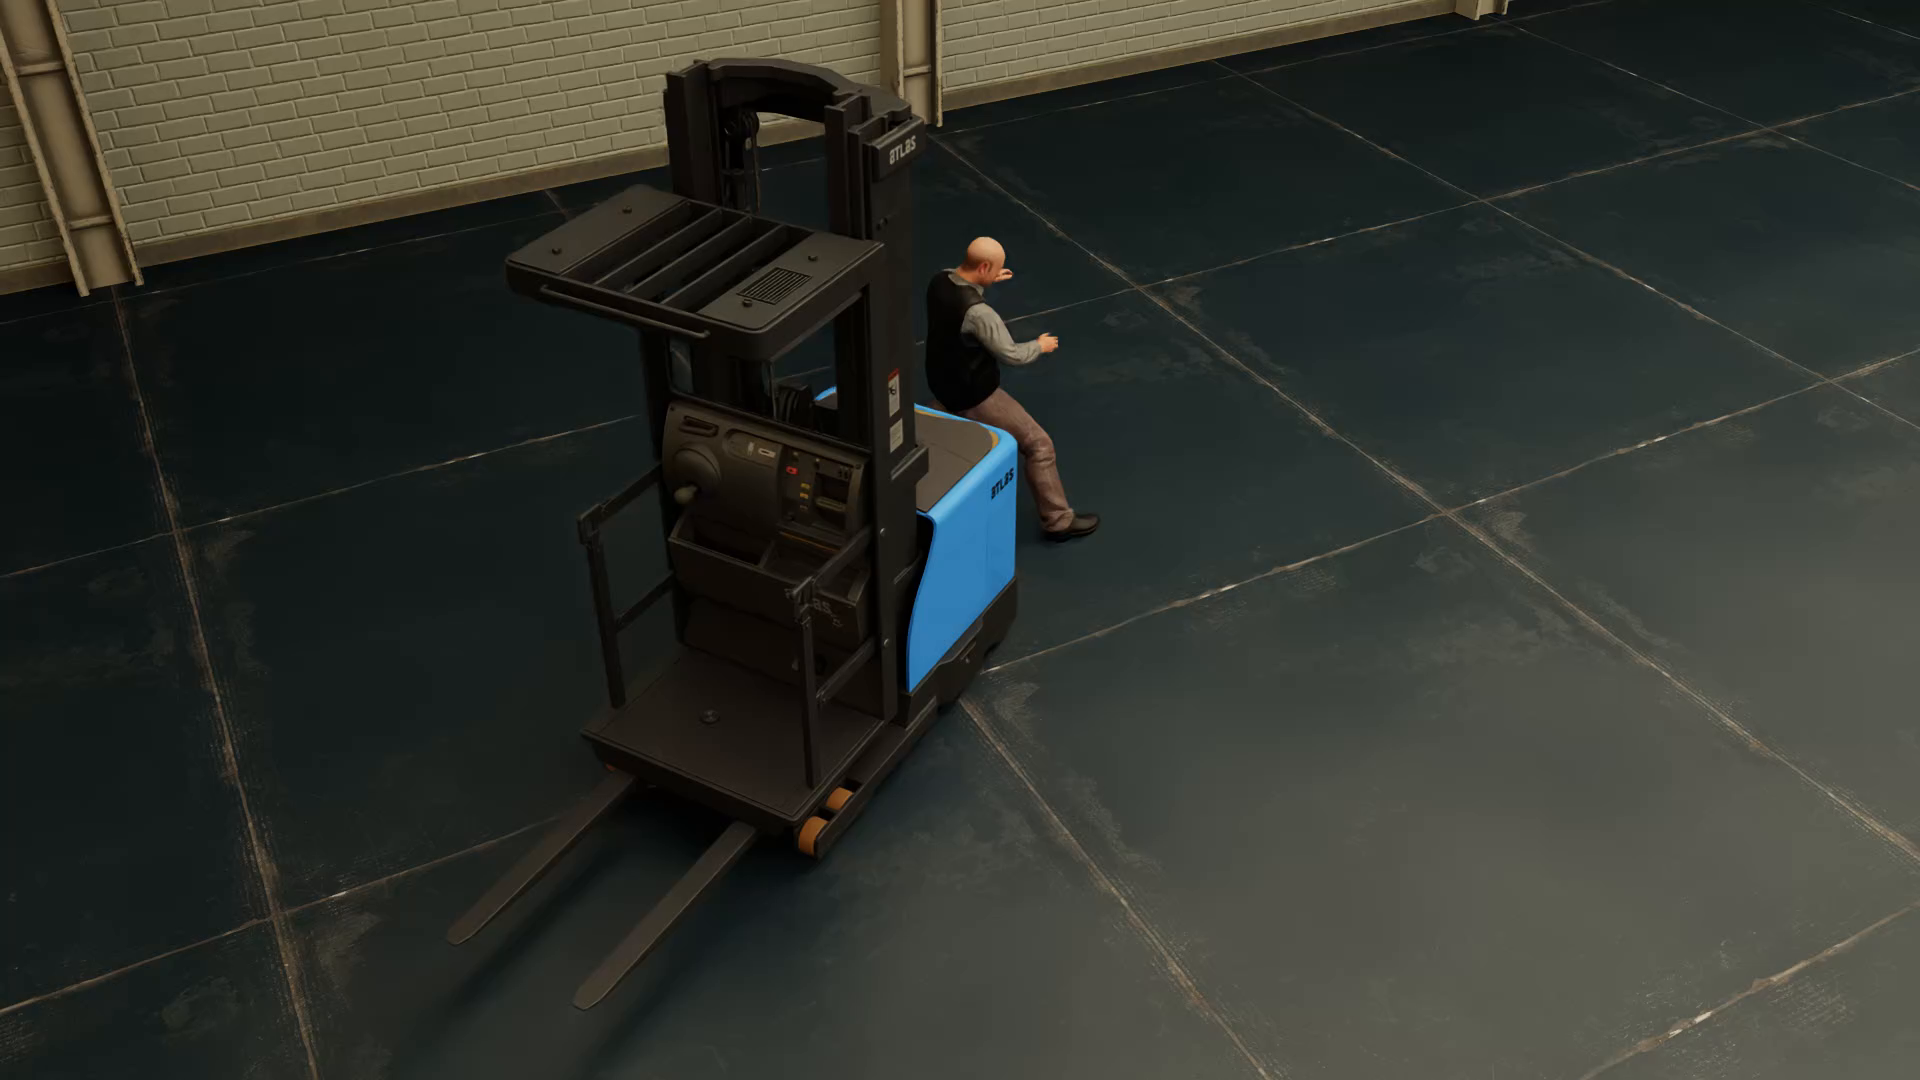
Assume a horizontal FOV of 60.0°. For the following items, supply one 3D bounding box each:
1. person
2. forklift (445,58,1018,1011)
[{"bbox_3d":[0.165,-0.904,8.635,0.741,1.504,1.265,-15,38,-20],"label":"person"},{"bbox_3d":[-0.886,-0.198,6.403,1.130,2.935,3.031,18,39,24],"label":"forklift"}]
